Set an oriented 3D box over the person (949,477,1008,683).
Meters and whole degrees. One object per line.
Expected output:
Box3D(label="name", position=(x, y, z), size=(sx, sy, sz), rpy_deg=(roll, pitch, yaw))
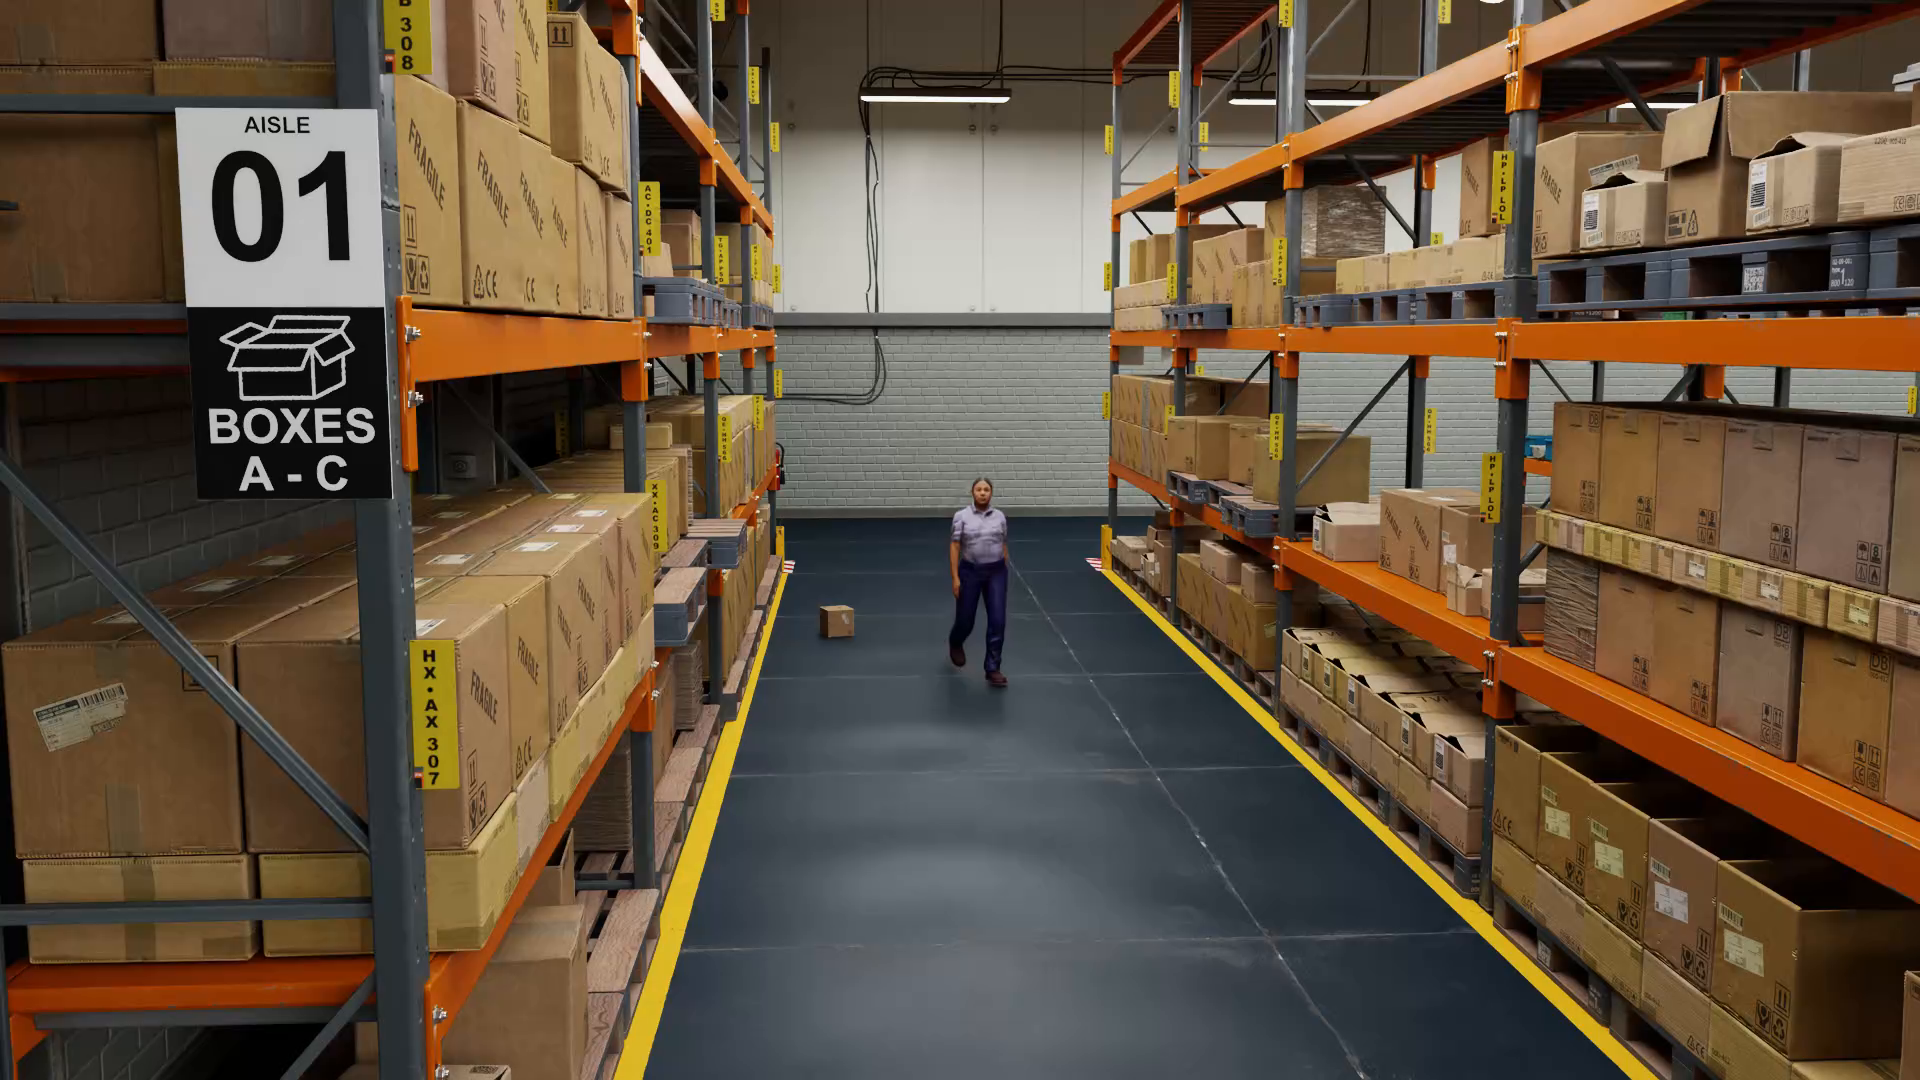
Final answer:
Box3D(label="person", position=(0.151, 0.303, 13.287), size=(0.488, 1.598, 0.746), rpy_deg=(-2, 7, -13))
